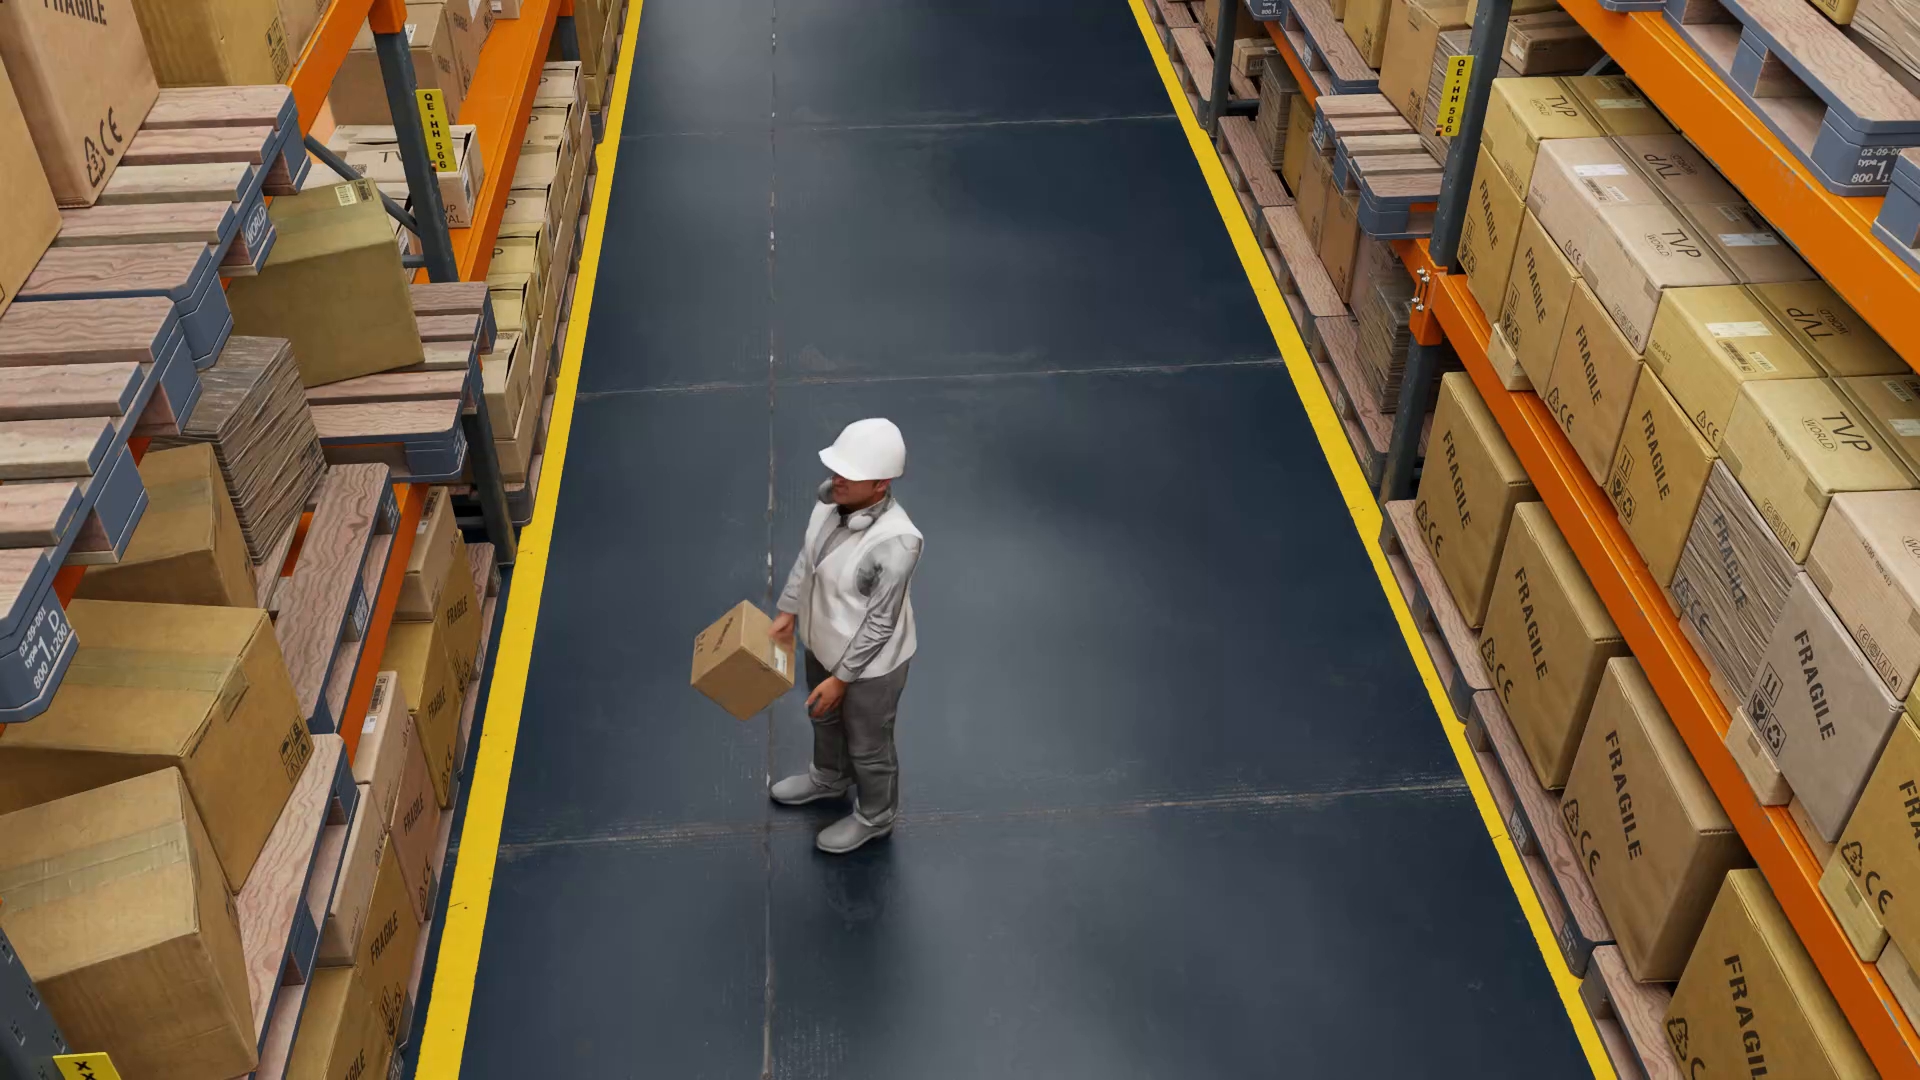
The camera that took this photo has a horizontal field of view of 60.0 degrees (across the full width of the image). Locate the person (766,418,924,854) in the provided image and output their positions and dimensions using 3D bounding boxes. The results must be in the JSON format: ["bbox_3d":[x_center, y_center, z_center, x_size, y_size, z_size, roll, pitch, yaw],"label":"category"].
[{"bbox_3d":[-0.403,0.355,5.680,0.478,1.776,0.576,-21,44,-24],"label":"person"}]
